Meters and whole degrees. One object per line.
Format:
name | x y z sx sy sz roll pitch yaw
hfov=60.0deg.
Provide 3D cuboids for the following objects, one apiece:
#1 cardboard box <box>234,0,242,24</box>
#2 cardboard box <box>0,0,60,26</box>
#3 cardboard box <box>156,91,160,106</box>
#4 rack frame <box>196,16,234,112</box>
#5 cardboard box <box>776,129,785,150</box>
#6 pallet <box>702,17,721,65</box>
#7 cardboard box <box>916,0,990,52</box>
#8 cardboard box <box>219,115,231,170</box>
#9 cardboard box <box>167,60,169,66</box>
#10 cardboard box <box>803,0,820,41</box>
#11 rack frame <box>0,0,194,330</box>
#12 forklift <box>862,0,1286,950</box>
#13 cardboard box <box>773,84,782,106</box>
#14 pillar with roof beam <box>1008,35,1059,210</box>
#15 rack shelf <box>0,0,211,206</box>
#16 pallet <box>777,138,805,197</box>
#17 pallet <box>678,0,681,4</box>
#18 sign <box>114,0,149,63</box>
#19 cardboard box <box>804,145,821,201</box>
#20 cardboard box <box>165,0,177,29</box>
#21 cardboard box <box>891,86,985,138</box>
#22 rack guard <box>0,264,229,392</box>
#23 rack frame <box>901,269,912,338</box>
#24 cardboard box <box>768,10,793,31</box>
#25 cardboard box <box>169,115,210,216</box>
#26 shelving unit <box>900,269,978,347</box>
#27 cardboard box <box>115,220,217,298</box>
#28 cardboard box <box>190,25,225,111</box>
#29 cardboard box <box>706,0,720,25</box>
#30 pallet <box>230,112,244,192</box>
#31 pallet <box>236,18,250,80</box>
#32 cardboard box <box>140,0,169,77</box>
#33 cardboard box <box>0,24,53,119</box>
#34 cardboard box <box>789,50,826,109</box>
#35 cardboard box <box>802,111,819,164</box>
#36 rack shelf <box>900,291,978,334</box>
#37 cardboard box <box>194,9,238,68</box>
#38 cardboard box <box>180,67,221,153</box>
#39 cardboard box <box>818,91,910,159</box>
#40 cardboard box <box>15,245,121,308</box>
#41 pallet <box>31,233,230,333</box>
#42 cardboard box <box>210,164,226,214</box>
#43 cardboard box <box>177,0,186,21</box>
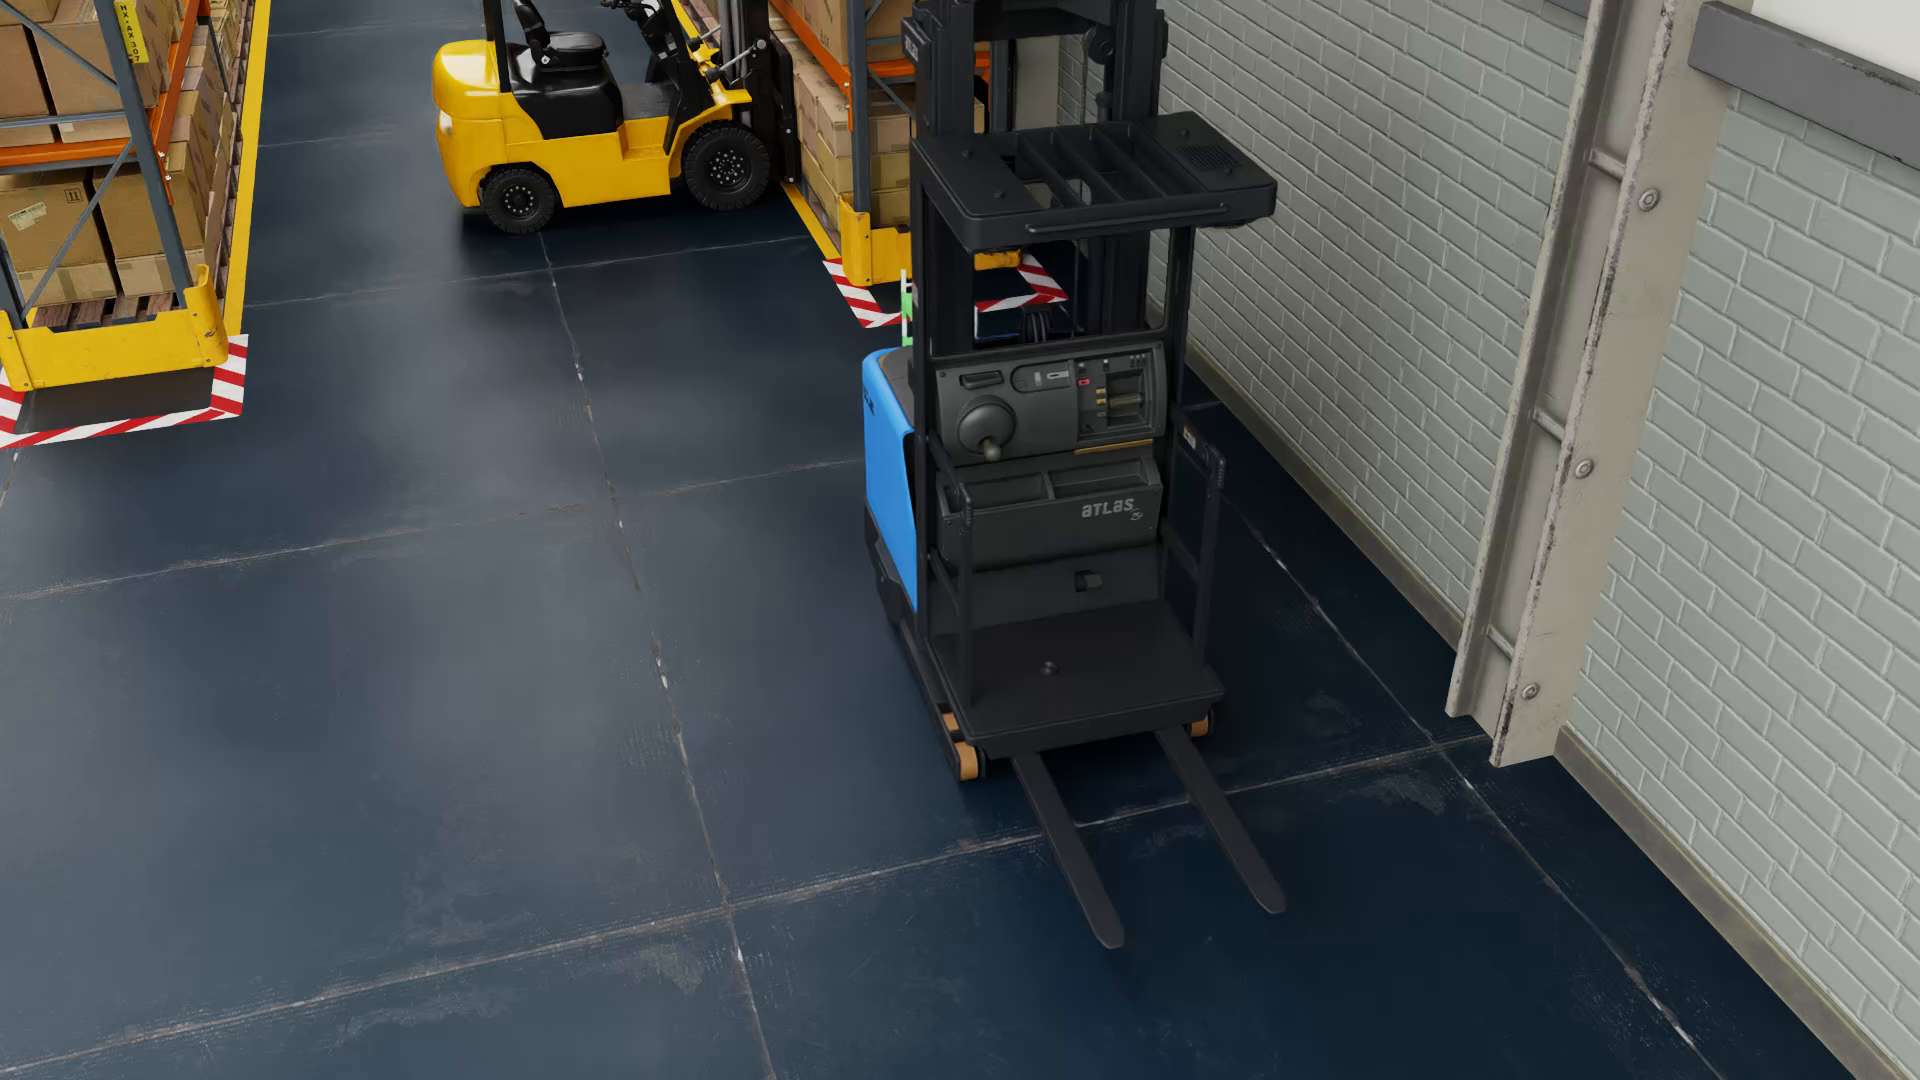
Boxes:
cardboard box | -6.960 -4.836 14.850 0.950 0.372 0.625 -11 35 -16
cardboard box | -5.279 -3.056 8.886 0.700 0.500 0.500 -11 35 -16
cardboard box | -4.916 -2.633 9.741 0.380 0.149 0.250 -11 35 -16
rack frame | -6.135 -4.341 12.099 1.000 3.000 0.127 -10 35 -15
cardboard box | -1.100 -3.095 12.326 0.500 0.250 0.500 -9 34 -13
pallet | -1.671 -4.395 14.709 1.003 0.211 1.213 -10 35 -15
cardboard box | -0.076 -3.426 10.624 0.500 0.500 0.500 -9 34 -13
cardboard box | -5.527 -2.826 11.919 0.500 0.250 0.500 -11 35 -16
cardboard box | -5.060 -2.904 10.151 0.380 0.149 0.250 -9 35 -13
cardboard box | -0.739 -3.608 10.898 0.500 0.500 0.500 -9 34 -13
rack frame | -4.915 -2.241 8.921 1.000 3.000 0.127 -10 35 -15
forklift | 0.424 -0.484 6.324 1.130 2.935 3.031 -9 34 -13
cardboard box | -1.105 -3.313 12.203 0.500 0.250 0.500 -10 35 -15
pillar with roof beam | -3.643 -5.374 8.220 9.100 9.000 0.400 -10 35 -15
rack shelf | -5.525 -2.991 10.708 1.077 0.370 4.000 -10 35 -15
pallet | -0.831 -2.948 12.520 1.003 0.211 1.213 -10 35 -15
pallet | -2.415 -5.676 16.648 1.003 0.211 1.213 -10 35 -15
sign | -4.398 -2.694 8.820 0.100 0.325 0.005 -10 35 -15
cardboard box | -0.776 -2.562 11.520 0.500 0.250 0.500 -10 35 -15
cardboard box | -5.276 -3.507 10.475 0.500 0.500 0.500 -11 35 -16
cardboard box | -0.155 -2.807 10.984 0.500 0.250 0.500 -11 35 -15
rack guard | -4.938 -1.238 9.670 1.175 0.500 0.348 -10 35 -15
rack frame | -0.169 -0.825 8.411 0.240 1.200 0.015 -9 34 -13
cardboard box | -1.251 -3.787 12.466 0.500 0.250 0.500 -9 34 -13
cardboard box | -5.069 -2.338 10.501 0.500 0.500 0.500 -11 35 -17
shelving unit | -0.103 -0.696 8.215 0.258 1.200 0.503 -9 34 -13
cardboard box | -4.898 -1.739 10.274 0.500 0.250 0.500 -10 35 -15
cardboard box | -5.699 -3.417 12.133 0.500 0.500 0.500 -10 35 -15
cardboard box | -1.808 -5.043 14.934 0.875 0.625 0.625 -10 35 -15
pallet | -5.897 -2.831 12.343 1.003 0.211 1.213 -10 35 -15
pallet | -6.750 -4.228 14.457 1.003 0.211 1.213 -10 35 -15
cardboard box | -4.956 -2.974 9.669 0.500 0.500 0.500 -9 35 -13
cardboard box | -5.343 -2.646 9.172 0.500 0.500 0.500 -11 35 -16
cardboard box | -0.951 -3.243 11.643 0.500 0.250 0.500 -10 35 -14
cardboard box | -0.778 -2.783 11.400 0.500 0.250 0.500 -10 35 -15
rack shelf | -0.103 -1.043 7.985 0.258 0.148 0.480 -9 34 -13
cardboard box | -6.520 -4.072 13.694 0.950 0.372 0.625 -8 34 -12
cardboard box | -5.385 -2.882 11.324 0.500 0.500 0.500 -8 34 -12
cardboard box | -0.626 -2.712 10.840 0.500 0.250 0.500 -9 34 -13
cardboard box | -5.425 -1.661 10.156 0.500 0.250 0.500 -10 35 -15
pallet | -5.152 -1.550 10.404 1.003 0.211 1.213 -10 35 -15
cardboard box | -5.225 -2.293 11.112 0.500 0.250 0.500 -8 34 -12
cardboard box | -5.434 -3.586 11.184 0.380 0.149 0.250 -11 35 -15
